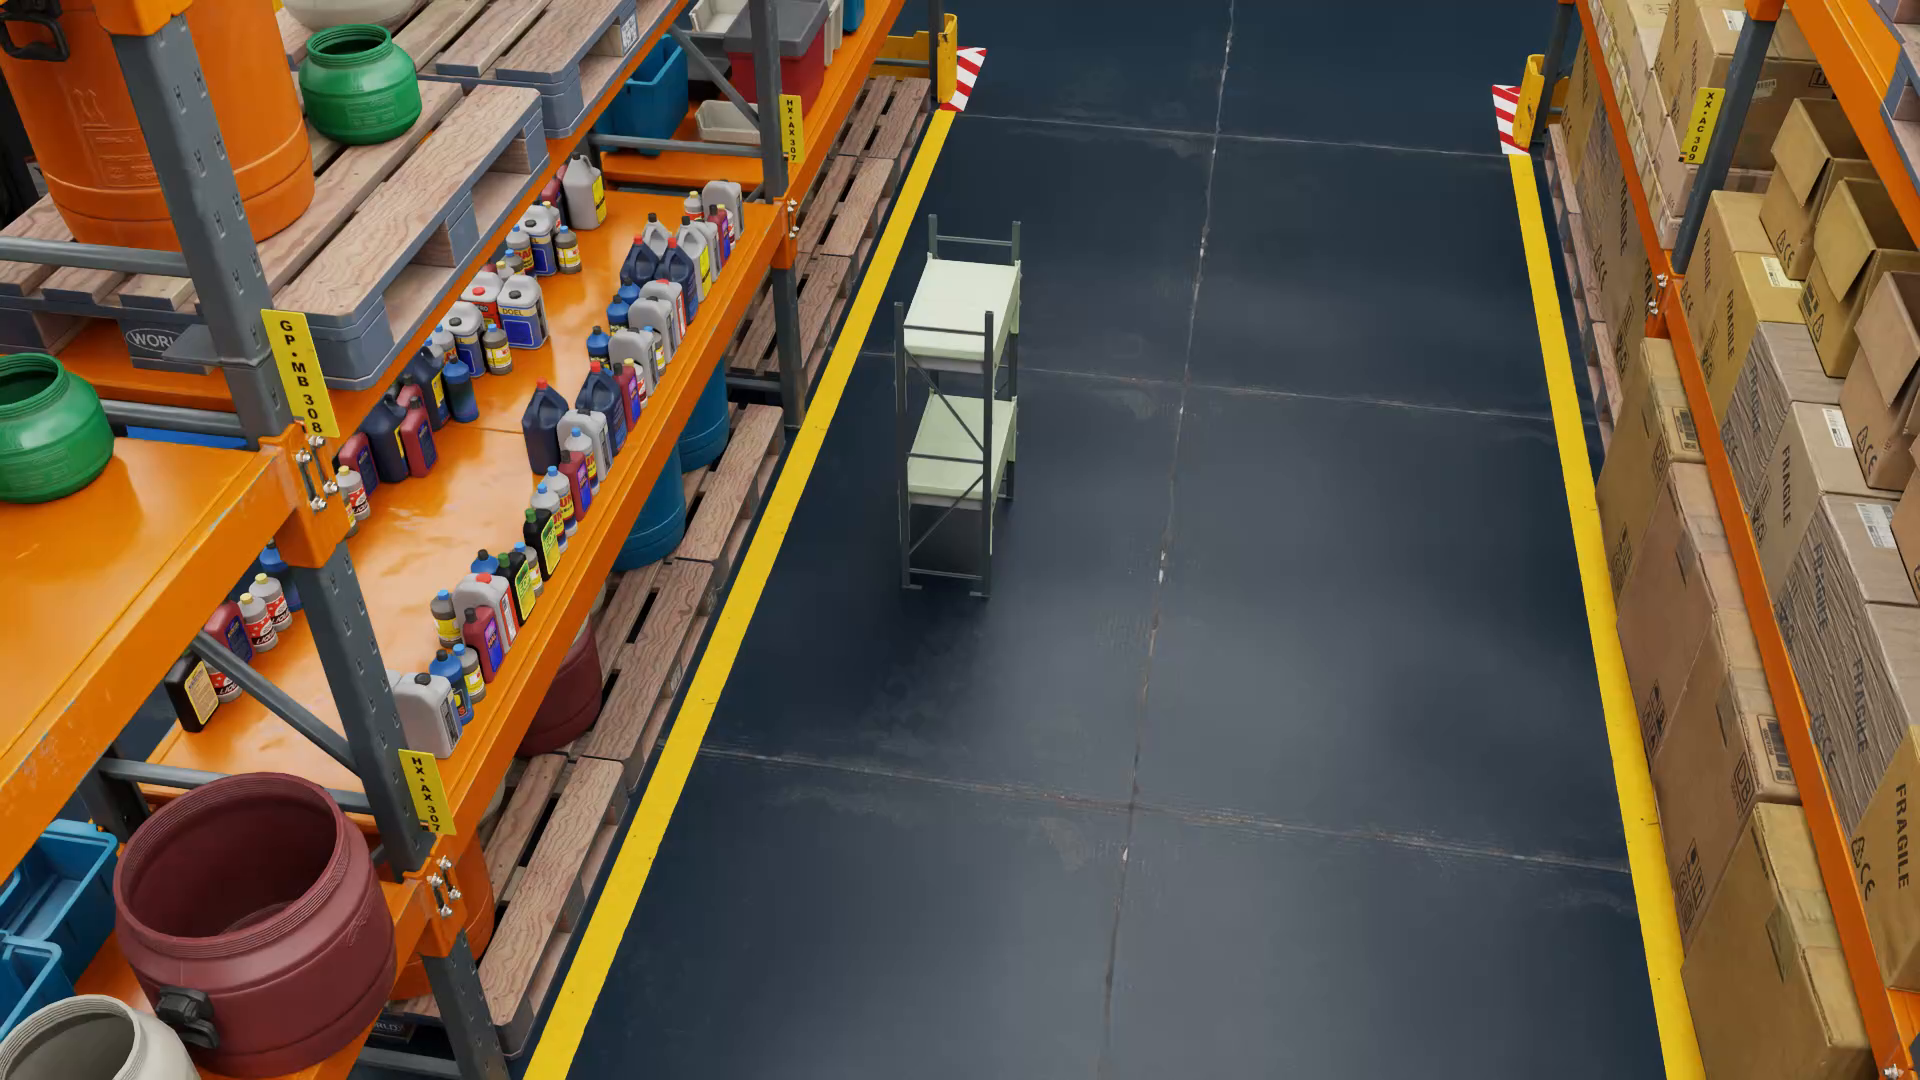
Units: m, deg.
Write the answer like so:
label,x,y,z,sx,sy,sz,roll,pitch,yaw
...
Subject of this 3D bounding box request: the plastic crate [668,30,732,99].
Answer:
label,x,y,z,sx,sy,sz,roll,pitch,yaw
plastic crate,-6.571,-2.076,7.778,10.364,0.629,4.185,6,40,8

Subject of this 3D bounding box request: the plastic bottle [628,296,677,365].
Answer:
label,x,y,z,sx,sy,sz,roll,pitch,yaw
plastic bottle,-1.224,-0.853,6.622,0.152,0.276,0.135,6,40,8

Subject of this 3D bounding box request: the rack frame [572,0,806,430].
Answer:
label,x,y,z,sx,sy,sz,roll,pitch,yaw
rack frame,-1.301,-1.814,7.687,1.000,3.000,0.127,6,40,8

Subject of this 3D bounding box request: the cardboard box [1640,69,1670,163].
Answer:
label,x,y,z,sx,sy,sz,roll,pitch,yaw
cardboard box,3.483,-1.956,7.742,0.500,0.250,0.500,8,40,9

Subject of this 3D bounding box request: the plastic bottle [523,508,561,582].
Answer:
label,x,y,z,sx,sy,sz,roll,pitch,yaw
plastic bottle,-1.412,-0.009,5.595,0.061,0.283,0.133,6,40,8

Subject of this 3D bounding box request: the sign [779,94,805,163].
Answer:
label,x,y,z,sx,sy,sz,roll,pitch,yaw
sign,-0.759,-1.859,7.524,0.100,0.325,0.005,6,40,8

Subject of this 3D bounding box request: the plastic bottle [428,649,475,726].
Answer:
label,x,y,z,sx,sy,sz,roll,pitch,yaw
plastic bottle,-1.553,0.440,5.061,0.097,0.271,0.097,0,40,0

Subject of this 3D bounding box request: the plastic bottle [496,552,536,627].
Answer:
label,x,y,z,sx,sy,sz,roll,pitch,yaw
plastic bottle,-1.451,0.136,5.420,0.061,0.283,0.133,6,40,8

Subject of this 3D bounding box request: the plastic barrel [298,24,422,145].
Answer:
label,x,y,z,sx,sy,sz,roll,pitch,yaw
plastic barrel,-1.583,-1.201,4.384,0.294,0.245,0.294,0,40,0

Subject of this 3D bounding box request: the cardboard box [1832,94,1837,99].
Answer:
label,x,y,z,sx,sy,sz,roll,pitch,yaw
cardboard box,3.912,-1.886,7.070,0.500,0.500,0.500,6,40,8

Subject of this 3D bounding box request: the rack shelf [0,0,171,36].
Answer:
label,x,y,z,sx,sy,sz,roll,pitch,yaw
rack shelf,-2.339,0.071,1.577,1.077,0.370,4.000,6,40,8

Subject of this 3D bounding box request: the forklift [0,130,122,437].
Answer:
label,x,y,z,sx,sy,sz,roll,pitch,yaw
forklift,-4.435,-1.458,7.310,3.031,2.935,1.121,-12,41,-14

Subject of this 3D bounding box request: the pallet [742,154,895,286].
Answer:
label,x,y,z,sx,sy,sz,roll,pitch,yaw
pallet,-1.003,-1.973,10.067,1.003,0.211,1.213,6,40,8

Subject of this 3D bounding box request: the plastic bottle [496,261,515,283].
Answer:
label,x,y,z,sx,sy,sz,roll,pitch,yaw
plastic bottle,-1.900,-1.067,6.939,0.097,0.201,0.097,0,40,0

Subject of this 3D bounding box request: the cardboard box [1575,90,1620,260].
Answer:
label,x,y,z,sx,sy,sz,roll,pitch,yaw
cardboard box,4.080,-2.139,9.418,0.875,0.875,0.875,6,40,8

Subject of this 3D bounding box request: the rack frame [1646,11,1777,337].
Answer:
label,x,y,z,sx,sy,sz,roll,pitch,yaw
rack frame,3.577,-1.268,7.026,1.000,3.000,0.127,6,40,8

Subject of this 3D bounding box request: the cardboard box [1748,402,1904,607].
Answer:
label,x,y,z,sx,sy,sz,roll,pitch,yaw
cardboard box,2.994,-0.091,5.524,0.500,0.500,0.500,7,40,9

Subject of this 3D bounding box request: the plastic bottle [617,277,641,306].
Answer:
label,x,y,z,sx,sy,sz,roll,pitch,yaw
plastic bottle,-1.327,-0.938,6.728,0.097,0.271,0.097,0,40,0

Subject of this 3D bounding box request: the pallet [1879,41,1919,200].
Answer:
label,x,y,z,sx,sy,sz,roll,pitch,yaw
pallet,3.135,-0.953,4.439,1.003,0.211,1.213,8,40,10

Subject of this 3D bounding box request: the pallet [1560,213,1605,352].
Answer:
label,x,y,z,sx,sy,sz,roll,pitch,yaw
pallet,3.995,-1.429,9.410,1.003,0.211,1.213,6,40,8

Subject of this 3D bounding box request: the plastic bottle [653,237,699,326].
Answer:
label,x,y,z,sx,sy,sz,roll,pitch,yaw
plastic bottle,-1.170,-1.066,6.821,0.144,0.351,0.185,6,40,8

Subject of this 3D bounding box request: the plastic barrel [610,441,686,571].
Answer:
label,x,y,z,sx,sy,sz,roll,pitch,yaw
plastic barrel,-1.534,-0.383,7.273,0.600,0.901,0.708,6,40,8

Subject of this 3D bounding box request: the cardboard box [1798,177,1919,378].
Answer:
label,x,y,z,sx,sy,sz,roll,pitch,yaw
cardboard box,3.345,-0.862,5.669,0.797,0.503,0.637,7,40,8

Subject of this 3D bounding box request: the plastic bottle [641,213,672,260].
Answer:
label,x,y,z,sx,sy,sz,roll,pitch,yaw
plastic bottle,-1.280,-1.198,6.980,0.144,0.351,0.185,6,40,8

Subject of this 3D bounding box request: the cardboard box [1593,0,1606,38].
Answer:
label,x,y,z,sx,sy,sz,roll,pitch,yaw
cardboard box,3.707,-2.850,9.137,0.380,0.149,0.250,6,40,7

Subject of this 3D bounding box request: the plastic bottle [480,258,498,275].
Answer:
label,x,y,z,sx,sy,sz,roll,pitch,yaw
plastic bottle,-1.938,-1.028,6.828,0.061,0.283,0.133,6,40,8

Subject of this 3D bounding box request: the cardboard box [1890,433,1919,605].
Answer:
label,x,y,z,sx,sy,sz,roll,pitch,yaw
cardboard box,3.143,-0.048,4.685,0.797,0.503,0.637,7,40,9

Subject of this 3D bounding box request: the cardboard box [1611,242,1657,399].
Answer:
label,x,y,z,sx,sy,sz,roll,pitch,yaw
cardboard box,3.770,-1.016,8.060,0.875,0.875,0.875,6,40,8

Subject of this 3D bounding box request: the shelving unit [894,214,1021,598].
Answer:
label,x,y,z,sx,sy,sz,roll,pitch,yaw
shelving unit,-0.001,-0.574,7.364,0.431,1.500,0.755,6,40,8

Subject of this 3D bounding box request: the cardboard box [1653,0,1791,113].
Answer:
label,x,y,z,sx,sy,sz,roll,pitch,yaw
cardboard box,3.484,-2.245,7.504,0.500,0.500,0.500,7,40,8

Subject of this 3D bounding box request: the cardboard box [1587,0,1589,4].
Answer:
label,x,y,z,sx,sy,sz,roll,pitch,yaw
cardboard box,3.796,-3.173,9.528,0.380,0.149,0.250,6,40,7

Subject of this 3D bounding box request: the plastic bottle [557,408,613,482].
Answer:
label,x,y,z,sx,sy,sz,roll,pitch,yaw
plastic bottle,-1.360,-0.362,6.028,0.152,0.276,0.135,6,40,8

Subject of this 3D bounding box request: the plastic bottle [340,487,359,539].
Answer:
label,x,y,z,sx,sy,sz,roll,pitch,yaw
plastic bottle,-2.164,-0.110,5.781,0.097,0.201,0.097,0,40,0

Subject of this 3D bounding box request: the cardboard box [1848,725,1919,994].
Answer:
label,x,y,z,sx,sy,sz,roll,pitch,yaw
cardboard box,2.727,0.867,4.366,0.500,0.500,0.500,8,40,9

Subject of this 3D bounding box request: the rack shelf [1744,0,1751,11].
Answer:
label,x,y,z,sx,sy,sz,roll,pitch,yaw
rack shelf,3.924,-3.402,7.818,1.077,0.370,4.000,6,40,8

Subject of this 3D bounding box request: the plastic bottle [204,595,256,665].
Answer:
label,x,y,z,sx,sy,sz,roll,pitch,yaw
plastic bottle,-2.303,0.296,5.227,0.061,0.283,0.133,6,40,8

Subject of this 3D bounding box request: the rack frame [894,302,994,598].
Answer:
label,x,y,z,sx,sy,sz,roll,pitch,yaw
rack frame,-0.064,-0.344,7.086,0.400,1.500,0.023,6,40,8

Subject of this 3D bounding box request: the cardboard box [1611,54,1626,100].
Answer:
label,x,y,z,sx,sy,sz,roll,pitch,yaw
cardboard box,3.575,-2.365,8.550,0.380,0.149,0.250,7,40,8

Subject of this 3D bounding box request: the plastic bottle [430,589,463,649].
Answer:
label,x,y,z,sx,sy,sz,roll,pitch,yaw
plastic bottle,-1.646,0.245,5.353,0.097,0.201,0.097,0,40,0

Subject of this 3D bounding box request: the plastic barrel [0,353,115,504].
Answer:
label,x,y,z,sx,sy,sz,roll,pitch,yaw
plastic barrel,-1.985,-0.239,3.550,0.294,0.245,0.294,0,40,0

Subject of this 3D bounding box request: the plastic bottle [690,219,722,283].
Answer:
label,x,y,z,sx,sy,sz,roll,pitch,yaw
plastic bottle,-1.114,-1.254,7.107,0.152,0.276,0.135,6,40,8

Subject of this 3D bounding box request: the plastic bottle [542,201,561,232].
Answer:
label,x,y,z,sx,sy,sz,roll,pitch,yaw
plastic bottle,-1.809,-1.396,7.337,0.097,0.201,0.097,0,40,0

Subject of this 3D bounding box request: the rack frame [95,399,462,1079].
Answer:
label,x,y,z,sx,sy,sz,roll,pitch,yaw
rack frame,-1.990,0.697,4.650,0.949,2.616,0.053,6,40,8

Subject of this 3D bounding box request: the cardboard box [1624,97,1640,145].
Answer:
label,x,y,z,sx,sy,sz,roll,pitch,yaw
cardboard box,3.485,-2.044,8.163,0.380,0.149,0.250,7,40,9

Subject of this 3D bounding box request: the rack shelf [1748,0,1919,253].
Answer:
label,x,y,z,sx,sy,sz,roll,pitch,yaw
rack shelf,3.231,-0.891,4.781,1.077,0.370,4.000,6,40,8

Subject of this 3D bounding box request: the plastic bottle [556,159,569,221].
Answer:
label,x,y,z,sx,sy,sz,roll,pitch,yaw
plastic bottle,-1.784,-1.586,7.502,0.061,0.283,0.133,6,40,8

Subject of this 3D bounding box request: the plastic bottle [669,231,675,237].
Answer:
label,x,y,z,sx,sy,sz,roll,pitch,yaw
plastic bottle,-1.240,-1.227,7.133,0.097,0.201,0.097,0,40,0

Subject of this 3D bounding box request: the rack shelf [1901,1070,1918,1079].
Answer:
label,x,y,z,sx,sy,sz,roll,pitch,yaw
rack shelf,2.539,2.775,2.701,1.077,0.370,4.000,6,40,8

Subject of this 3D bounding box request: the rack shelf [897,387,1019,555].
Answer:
label,x,y,z,sx,sy,sz,roll,pitch,yaw
rack shelf,-0.001,-0.323,7.572,0.431,0.370,0.720,6,40,8

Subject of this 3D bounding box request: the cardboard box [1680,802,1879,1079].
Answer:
label,x,y,z,sx,sy,sz,roll,pitch,yaw
cardboard box,3.025,1.469,5.054,1.225,0.875,0.875,5,40,6

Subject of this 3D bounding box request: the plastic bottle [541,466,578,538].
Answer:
label,x,y,z,sx,sy,sz,roll,pitch,yaw
plastic bottle,-1.393,-0.140,5.763,0.097,0.271,0.097,0,40,0

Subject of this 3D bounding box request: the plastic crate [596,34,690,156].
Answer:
label,x,y,z,sx,sy,sz,roll,pitch,yaw
plastic crate,-1.556,-2.161,8.072,0.392,0.384,0.575,6,40,8

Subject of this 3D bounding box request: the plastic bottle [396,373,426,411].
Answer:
label,x,y,z,sx,sy,sz,roll,pitch,yaw
plastic bottle,-2.030,-0.470,6.153,0.061,0.283,0.133,6,40,8

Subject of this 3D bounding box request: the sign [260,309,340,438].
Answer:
label,x,y,z,sx,sy,sz,roll,pitch,yaw
sign,-1.450,-0.363,3.660,0.100,0.325,0.005,6,40,8

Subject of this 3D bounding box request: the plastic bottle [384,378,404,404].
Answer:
label,x,y,z,sx,sy,sz,roll,pitch,yaw
plastic bottle,-2.090,-0.476,6.161,0.061,0.283,0.133,6,40,8

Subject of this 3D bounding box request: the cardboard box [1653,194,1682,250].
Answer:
label,x,y,z,sx,sy,sz,roll,pitch,yaw
cardboard box,3.308,-1.398,7.381,0.380,0.149,0.250,7,40,8

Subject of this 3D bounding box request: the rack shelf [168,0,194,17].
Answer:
label,x,y,z,sx,sy,sz,roll,pitch,yaw
rack shelf,-1.647,-2.439,4.614,1.077,0.370,4.000,6,40,8

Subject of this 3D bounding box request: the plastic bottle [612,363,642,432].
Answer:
label,x,y,z,sx,sy,sz,roll,pitch,yaw
plastic bottle,-1.260,-0.560,6.262,0.061,0.283,0.133,6,40,8

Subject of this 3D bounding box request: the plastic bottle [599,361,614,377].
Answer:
label,x,y,z,sx,sy,sz,roll,pitch,yaw
plastic bottle,-1.341,-0.553,6.262,0.097,0.271,0.097,0,40,0

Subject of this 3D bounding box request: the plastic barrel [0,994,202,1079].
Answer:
label,x,y,z,sx,sy,sz,roll,pitch,yaw
plastic barrel,-1.961,1.323,3.805,0.421,0.512,0.421,0,40,0
